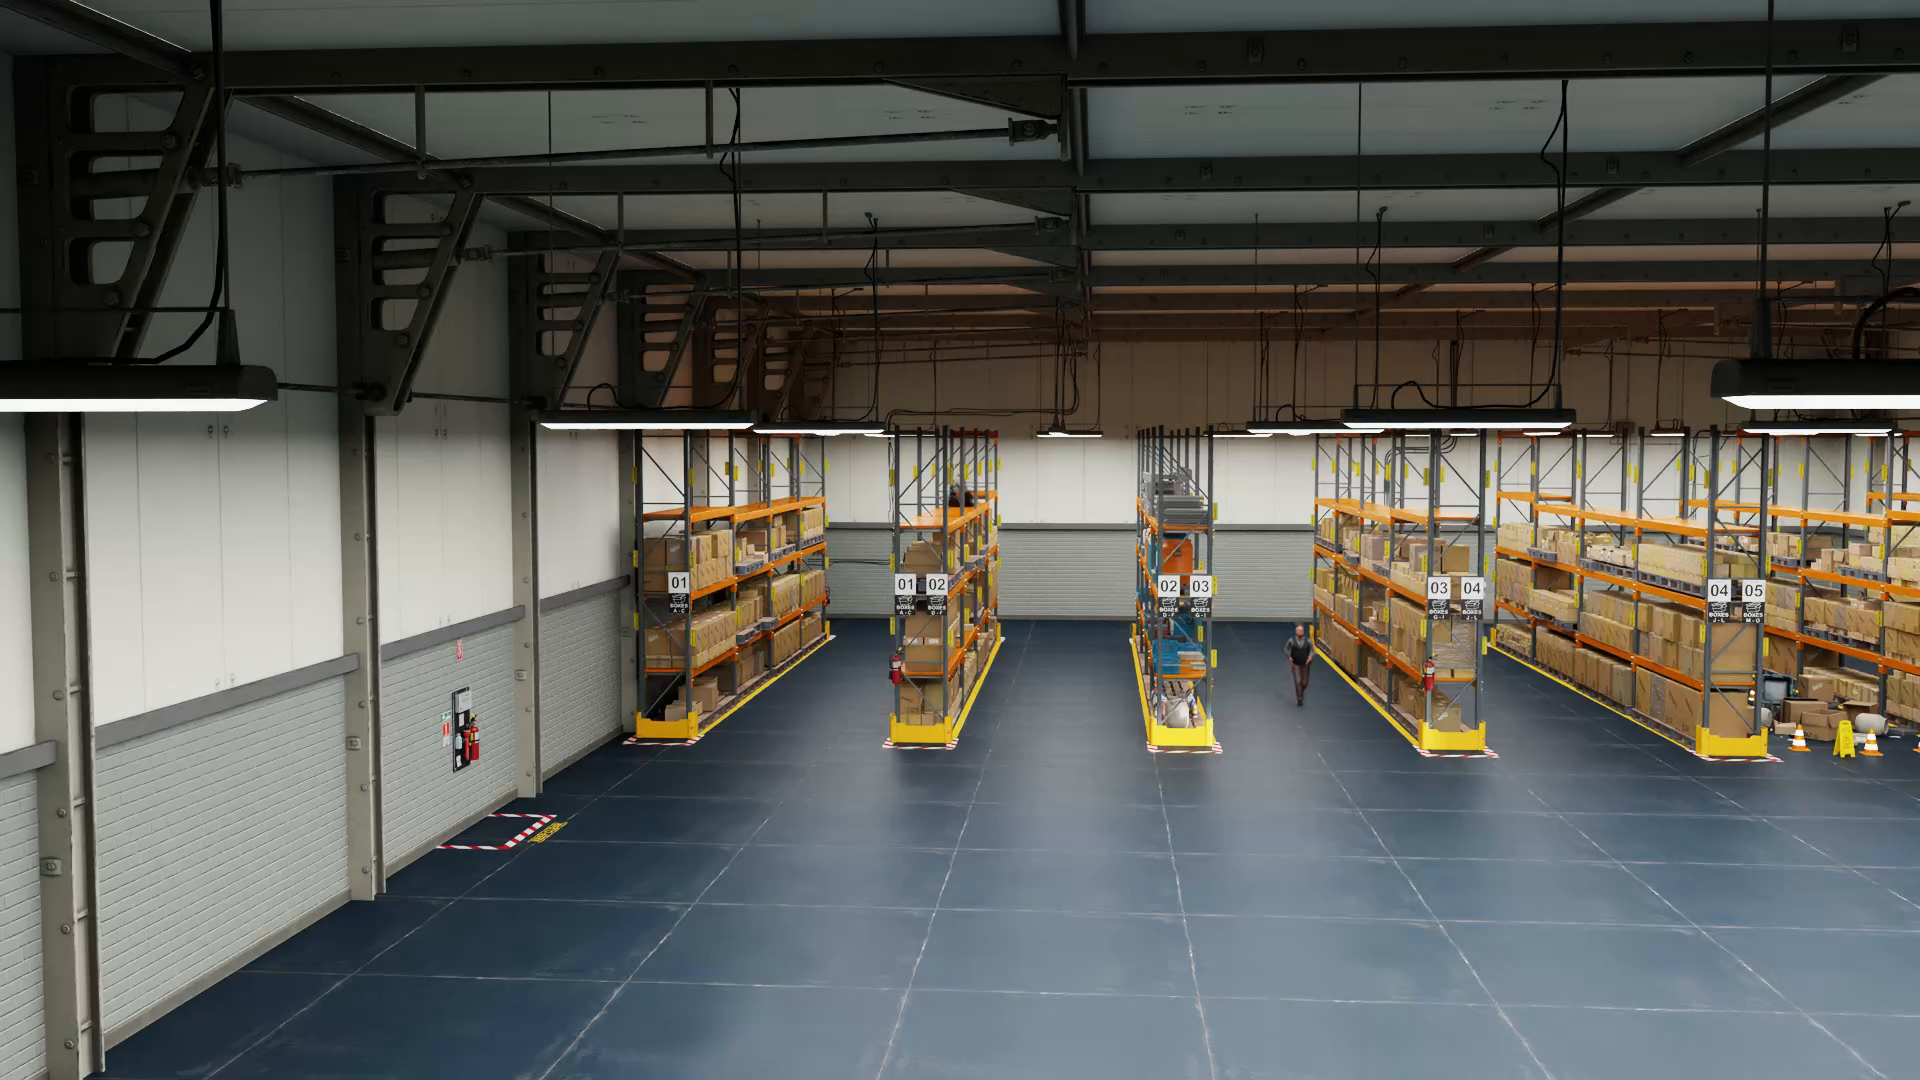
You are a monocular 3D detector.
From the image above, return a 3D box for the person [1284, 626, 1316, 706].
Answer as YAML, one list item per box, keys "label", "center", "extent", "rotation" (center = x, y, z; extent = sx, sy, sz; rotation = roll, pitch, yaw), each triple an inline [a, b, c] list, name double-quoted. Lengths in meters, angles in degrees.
- label: "person"
  center: [7.359, 2.709, 36.024]
  extent: [0.673, 1.702, 0.789]
  rotation: [0, 3, 2]

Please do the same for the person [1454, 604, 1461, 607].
- label: "person"
  center: [13.927, 2.024, 46.912]
  extent: [0.913, 1.731, 0.695]
  rotation: [-2, 4, -36]
